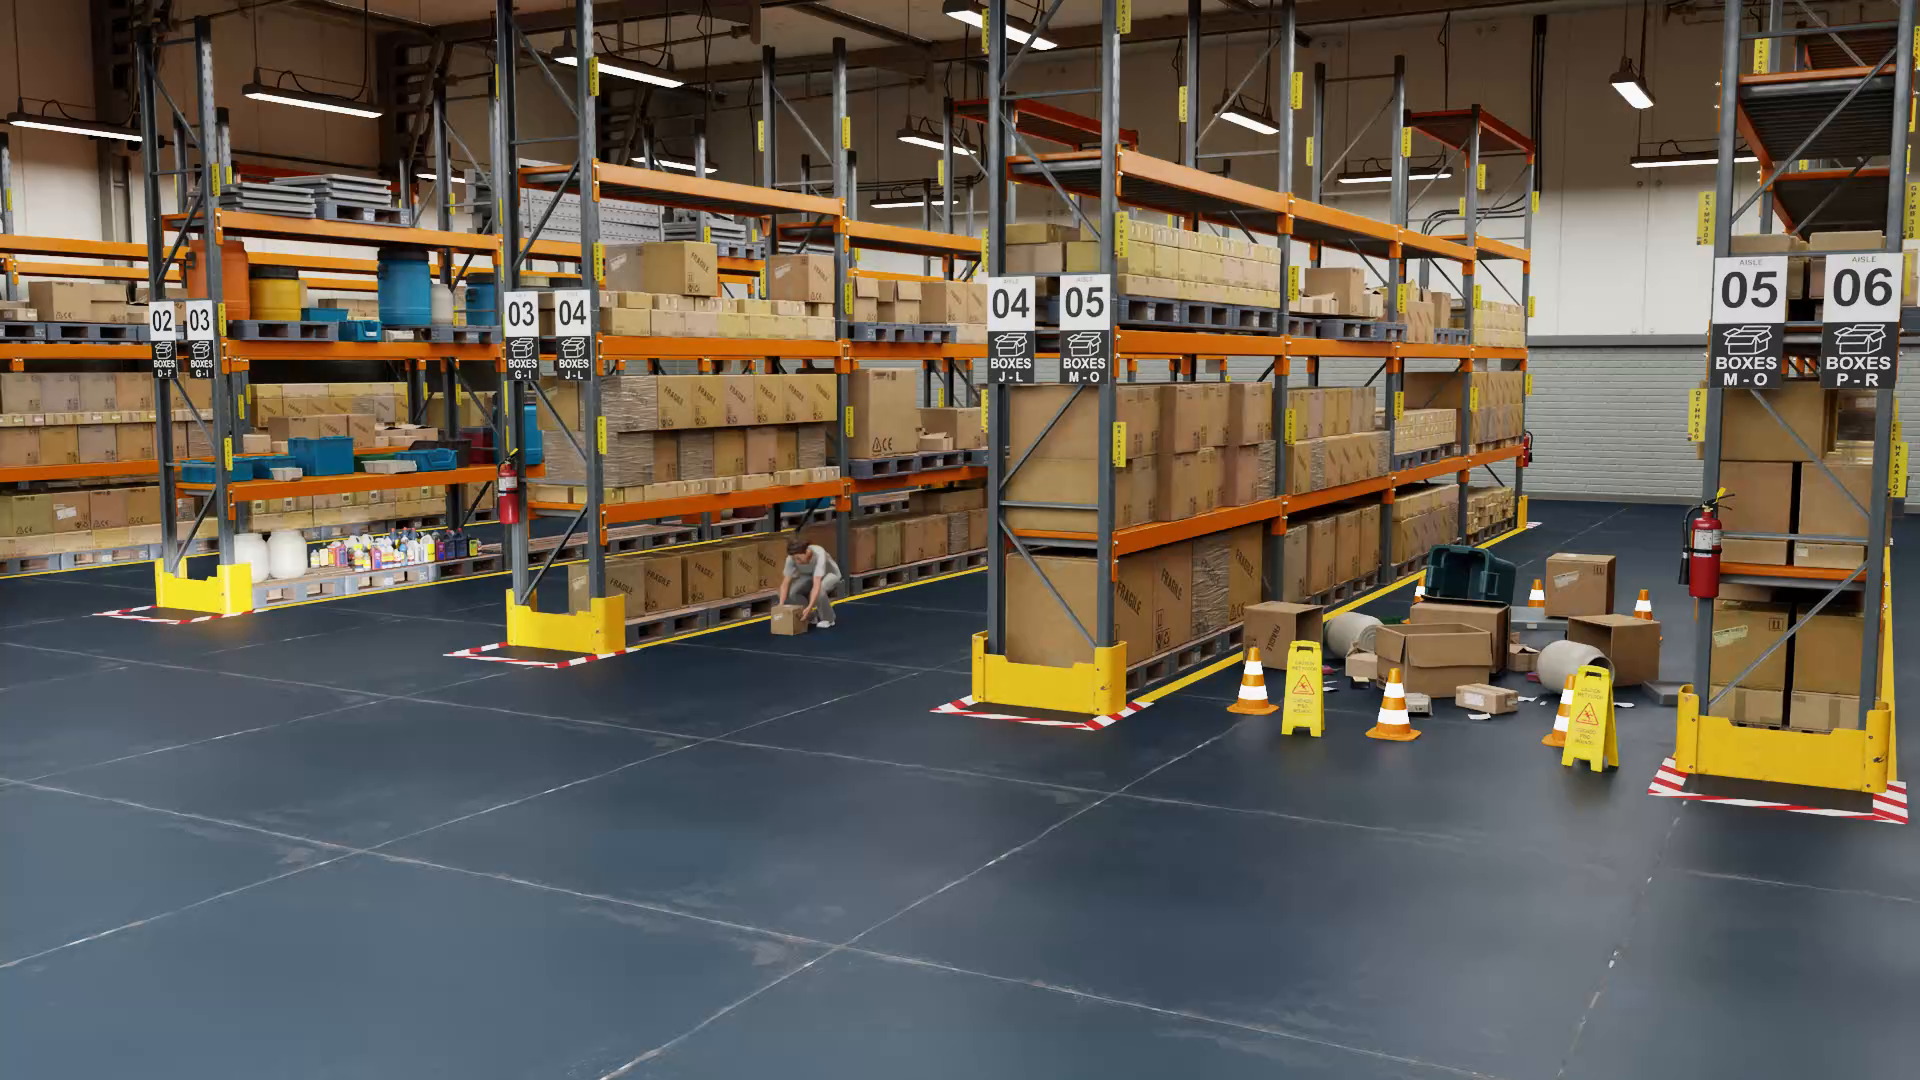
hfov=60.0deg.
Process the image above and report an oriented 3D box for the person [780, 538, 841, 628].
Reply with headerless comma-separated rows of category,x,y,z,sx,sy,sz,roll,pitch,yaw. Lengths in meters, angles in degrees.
person,-1.447,0.406,16.152,0.482,0.910,0.796,3,7,28
